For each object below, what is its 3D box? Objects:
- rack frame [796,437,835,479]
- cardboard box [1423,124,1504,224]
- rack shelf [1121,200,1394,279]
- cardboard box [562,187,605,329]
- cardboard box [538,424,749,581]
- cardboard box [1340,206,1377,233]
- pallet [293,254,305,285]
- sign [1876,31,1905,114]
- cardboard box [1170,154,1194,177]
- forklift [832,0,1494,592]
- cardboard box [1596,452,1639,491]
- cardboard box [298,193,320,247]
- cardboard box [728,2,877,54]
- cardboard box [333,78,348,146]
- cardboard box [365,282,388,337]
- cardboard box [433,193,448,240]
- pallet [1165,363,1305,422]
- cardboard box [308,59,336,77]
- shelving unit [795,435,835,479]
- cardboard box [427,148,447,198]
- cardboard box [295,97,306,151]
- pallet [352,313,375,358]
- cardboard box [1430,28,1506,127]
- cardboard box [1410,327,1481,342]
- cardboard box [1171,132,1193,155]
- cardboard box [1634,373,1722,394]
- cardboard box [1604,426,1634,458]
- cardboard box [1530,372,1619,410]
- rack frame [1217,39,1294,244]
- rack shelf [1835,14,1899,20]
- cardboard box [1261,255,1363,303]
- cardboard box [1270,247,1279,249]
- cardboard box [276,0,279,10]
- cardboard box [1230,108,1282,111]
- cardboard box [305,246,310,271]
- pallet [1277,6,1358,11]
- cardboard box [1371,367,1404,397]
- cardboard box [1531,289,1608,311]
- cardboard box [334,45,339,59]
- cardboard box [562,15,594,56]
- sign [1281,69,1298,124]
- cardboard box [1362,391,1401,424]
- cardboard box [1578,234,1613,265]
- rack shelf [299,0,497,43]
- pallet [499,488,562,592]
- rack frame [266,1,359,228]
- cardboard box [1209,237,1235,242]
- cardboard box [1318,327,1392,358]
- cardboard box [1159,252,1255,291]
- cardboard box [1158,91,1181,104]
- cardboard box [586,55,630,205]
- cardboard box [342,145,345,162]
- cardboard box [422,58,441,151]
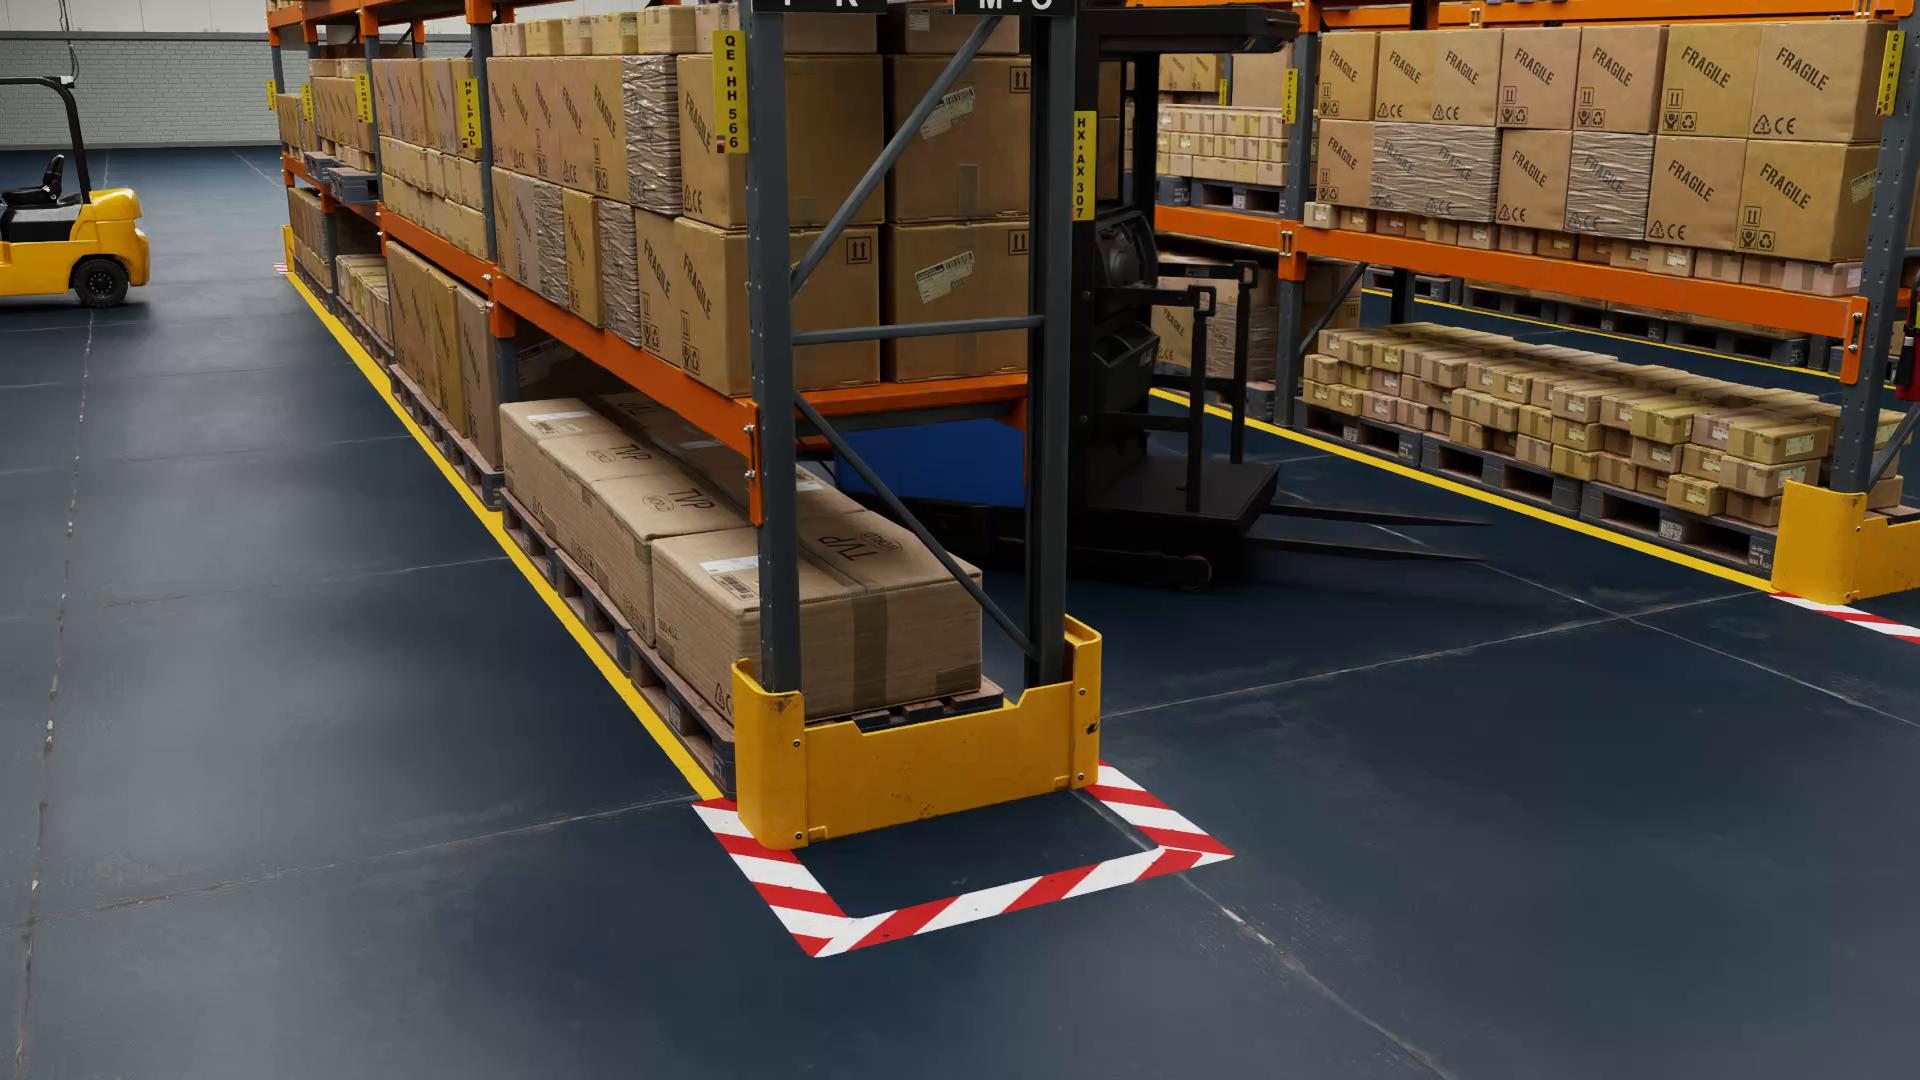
[{"bbox_3d":[-0.656,-0.595,8.157,0.500,1.125,0.032,-3,13,-36],"label":"rack frame"},{"bbox_3d":[2.922,-2.023,9.140,0.500,0.500,0.500,-8,18,-26],"label":"cardboard box"},{"bbox_3d":[1.644,-2.386,12.431,1.077,0.370,4.000,-8,18,-25],"label":"rack shelf"},{"bbox_3d":[-1.260,-1.136,6.589,0.500,0.500,0.500,-7,17,-23],"label":"cardboard box"},{"bbox_3d":[-1.314,-0.192,7.367,0.875,0.438,0.875,-8,18,-27],"label":"cardboard box"},{"bbox_3d":[2.530,-1.950,10.064,0.380,0.149,0.250,-7,17,-23],"label":"cardboard box"},{"bbox_3d":[-6.785,-3.023,18.403,1.003,0.211,1.213,-8,18,-25],"label":"pallet"},{"bbox_3d":[3.765,-1.890,6.728,0.100,0.325,0.005,-8,18,-25],"label":"sign"},{"bbox_3d":[1.710,-2.648,11.736,0.380,0.149,0.250,-9,18,-27],"label":"cardboard box"},{"bbox_3d":[0.955,-1.341,7.610,3.031,2.935,1.130,6,17,19],"label":"forklift"},{"bbox_3d":[3.493,-0.368,8.502,0.380,0.149,0.250,-7,18,-24],"label":"cardboard box"},{"bbox_3d":[-6.581,-3.335,17.298,0.500,0.500,0.500,-7,18,-24],"label":"cardboard box"},{"bbox_3d":[-0.470,-1.526,4.961,0.380,0.149,0.250,-7,18,-24],"label":"cardboard box"},{"bbox_3d":[-4.545,-3.328,12.929,0.500,0.500,0.500,-9,18,-29],"label":"cardboard box"},{"bbox_3d":[-4.206,-1.867,13.320,0.950,0.372,0.625,-8,18,-26],"label":"cardboard box"},{"bbox_3d":[-2.734,-1.875,9.619,0.500,0.250,0.500,-8,18,-26],"label":"cardboard box"},{"bbox_3d":[2.178,-1.088,11.661,1.003,0.211,1.213,-8,18,-25],"label":"pallet"},{"bbox_3d":[-5.502,-4.142,14.587,0.380,0.149,0.250,-8,18,-25],"label":"cardboard box"},{"bbox_3d":[-0.952,-0.697,8.558,0.538,1.125,1.048,-3,13,-36],"label":"shelving unit"},{"bbox_3d":[-2.755,-2.112,9.536,0.500,0.250,0.500,-7,18,-24],"label":"cardboard box"},{"bbox_3d":[-6.271,-4.122,16.457,0.500,0.500,0.500,-7,17,-23],"label":"cardboard box"},{"bbox_3d":[-4.509,-1.760,14.002,1.003,0.211,1.213,-8,18,-25],"label":"pallet"},{"bbox_3d":[2.933,-2.511,9.029,0.500,0.500,0.500,-7,18,-24],"label":"cardboard box"},{"bbox_3d":[3.058,-1.238,10.455,0.380,0.149,0.250,-7,18,-24],"label":"cardboard box"},{"bbox_3d":[1.709,-2.794,11.703,0.380,0.149,0.250,-9,18,-28],"label":"cardboard box"},{"bbox_3d":[3.828,-0.786,8.879,0.380,0.149,0.250,-7,17,-23],"label":"cardboard box"},{"bbox_3d":[3.531,-0.523,8.502,0.380,0.149,0.250,-8,18,-26],"label":"cardboard box"},{"bbox_3d":[3.287,-0.791,8.897,0.380,0.149,0.250,-8,18,-27],"label":"cardboard box"},{"bbox_3d":[3.519,-4.794,19.518,1.000,3.000,0.127,-8,18,-25],"label":"rack frame"},{"bbox_3d":[10.600,-5.001,16.105,1.077,0.370,4.000,-8,18,-25],"label":"rack shelf"},{"bbox_3d":[2.434,-1.812,11.537,0.500,0.250,0.500,-9,18,-27],"label":"cardboard box"},{"bbox_3d":[3.960,-3.528,18.842,0.700,0.500,0.500,-8,18,-25],"label":"cardboard box"},{"bbox_3d":[-7.008,-5.664,17.566,0.380,0.149,0.250,-7,17,-23],"label":"cardboard box"},{"bbox_3d":[2.194,-3.077,12.149,0.380,0.149,0.250,-7,17,-23],"label":"cardboard box"},{"bbox_3d":[-6.570,-2.974,17.398,0.500,0.250,0.500,-6,17,-21],"label":"cardboard box"},{"bbox_3d":[4.150,-5.723,17.657,1.213,0.211,1.003,-8,18,-25],"label":"pallet"},{"bbox_3d":[2.722,-0.974,10.074,0.380,0.149,0.250,-8,18,-25],"label":"cardboard box"},{"bbox_3d":[5.938,-2.587,14.918,1.225,0.875,0.875,-8,18,-25],"label":"cardboard box"},{"bbox_3d":[-5.787,-4.660,16.519,0.700,0.500,0.500,-8,18,-26],"label":"cardboard box"},{"bbox_3d":[-1.330,-1.964,6.485,0.380,0.149,0.250,-8,18,-25],"label":"cardboard box"},{"bbox_3d":[2.023,-2.724,10.207,0.100,0.325,0.005,-8,18,-25],"label":"sign"},{"bbox_3d":[2.663,-0.817,10.067,0.380,0.149,0.250,-8,18,-25],"label":"cardboard box"},{"bbox_3d":[3.391,-1.500,8.495,0.380,0.149,0.250,-8,18,-27],"label":"cardboard box"},{"bbox_3d":[-4.514,-4.196,13.302,1.077,0.370,4.000,-8,18,-25],"label":"rack shelf"},{"bbox_3d":[-1.622,-0.074,8.127,1.003,0.211,1.213,-8,18,-25],"label":"pallet"},{"bbox_3d":[-7.142,-4.588,18.801,1.000,3.000,0.127,-8,18,-25],"label":"rack frame"},{"bbox_3d":[3.379,-3.898,20.167,0.500,0.500,0.500,-8,18,-27],"label":"cardboard box"},{"bbox_3d":[2.485,-1.243,10.472,0.380,0.149,0.250,-7,17,-23],"label":"cardboard box"},{"bbox_3d":[1.754,-1.880,11.774,0.500,0.250,0.500,-7,17,-22],"label":"cardboard box"},{"bbox_3d":[2.880,-5.344,20.714,0.875,0.500,0.500,-8,18,-25],"label":"cardboard box"},{"bbox_3d":[-1.027,-1.489,6.009,0.500,0.500,0.500,-8,18,-25],"label":"cardboard box"},{"bbox_3d":[-4.743,-3.113,13.355,0.380,0.149,0.250,-8,18,-27],"label":"cardboard box"},{"bbox_3d":[-2.744,-2.477,9.451,0.500,0.500,0.500,-7,17,-23],"label":"cardboard box"}]
